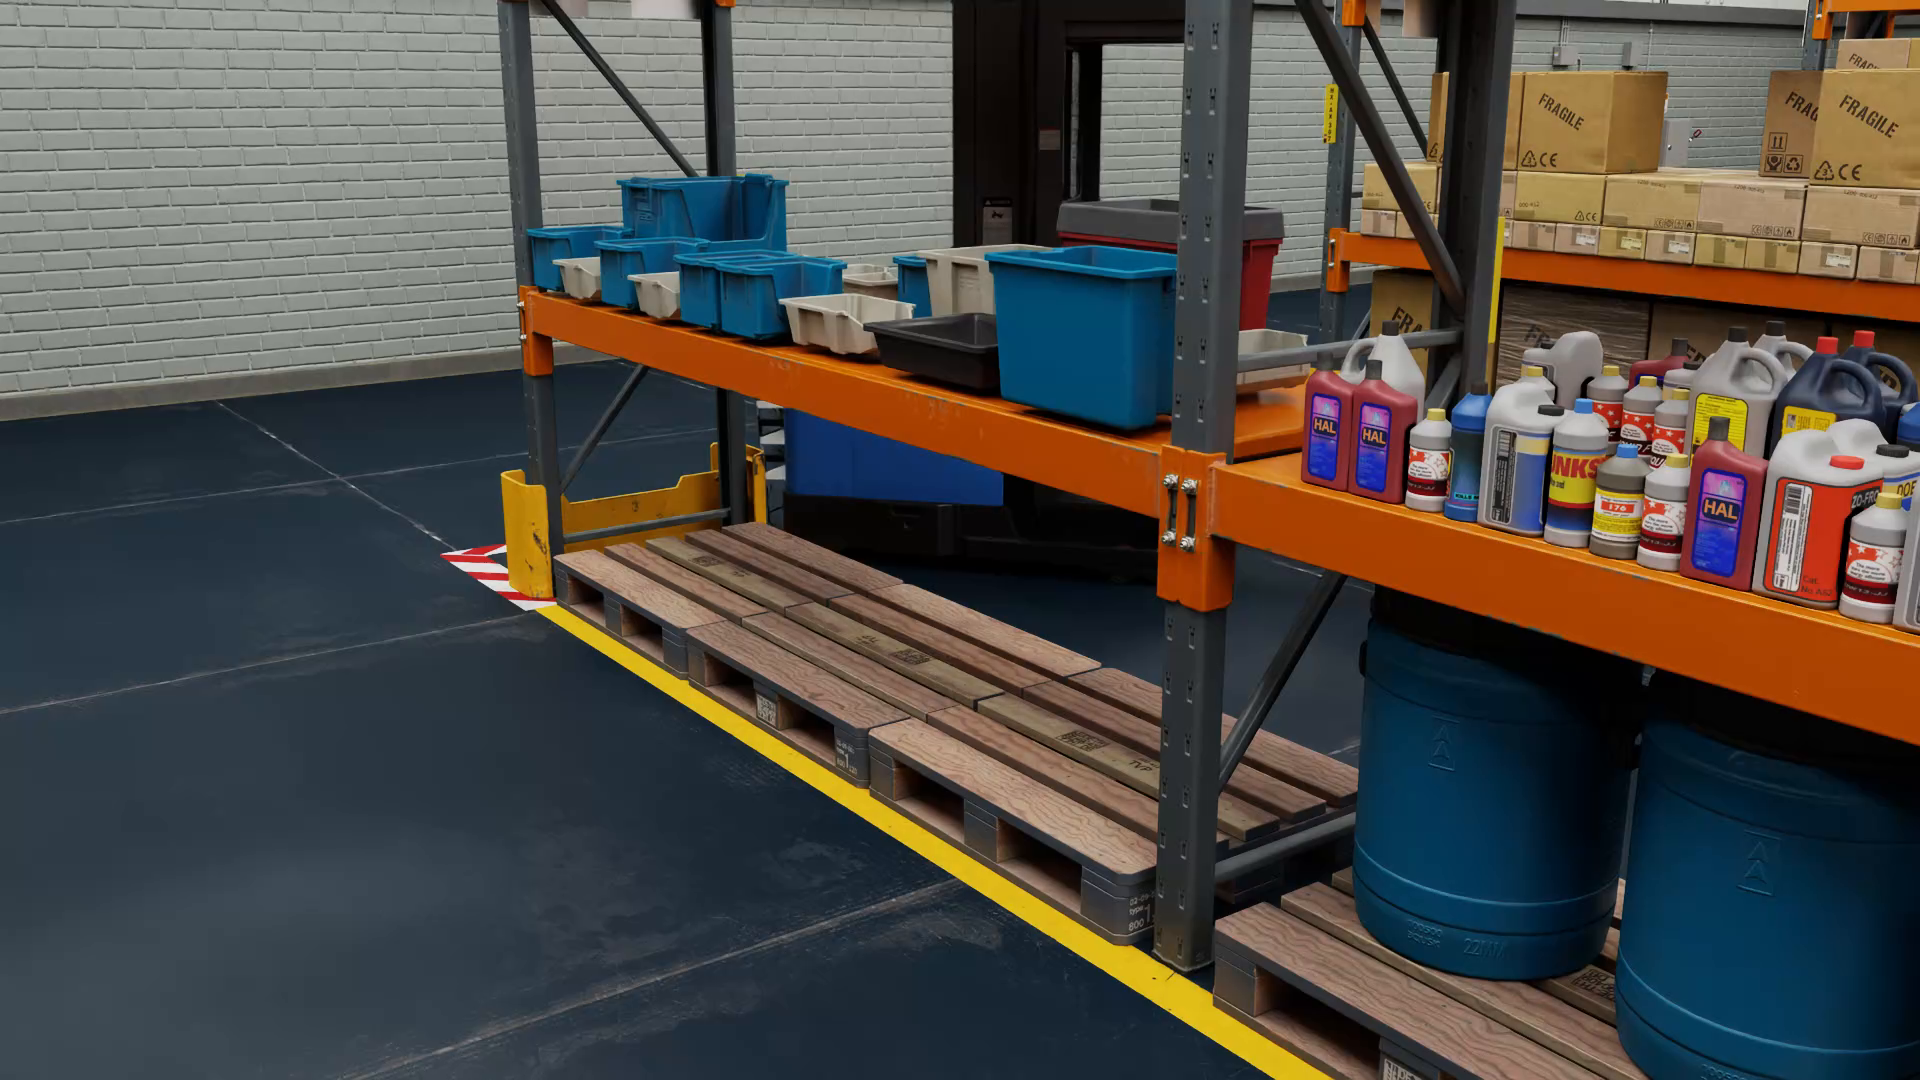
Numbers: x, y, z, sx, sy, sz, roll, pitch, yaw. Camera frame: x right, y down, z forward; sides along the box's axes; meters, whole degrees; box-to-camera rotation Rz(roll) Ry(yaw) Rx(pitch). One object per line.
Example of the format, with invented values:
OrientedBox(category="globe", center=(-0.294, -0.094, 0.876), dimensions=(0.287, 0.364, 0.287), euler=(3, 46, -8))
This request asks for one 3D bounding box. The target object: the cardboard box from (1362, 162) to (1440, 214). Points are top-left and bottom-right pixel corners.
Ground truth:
OrientedBox(category="cardboard box", center=(2.645, -2.004, 9.438), dimensions=(0.500, 0.250, 0.500), euler=(-11, 19, -36))

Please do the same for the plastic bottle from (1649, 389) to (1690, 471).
OrientedBox(category="plastic bottle", center=(1.545, -0.224, 3.587), dimensions=(0.097, 0.201, 0.097), euler=(0, 15, 0))

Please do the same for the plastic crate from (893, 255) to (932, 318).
OrientedBox(category="plastic crate", center=(-0.010, -0.858, 5.733), dimensions=(0.416, 0.233, 0.300), euler=(-11, 19, -35))

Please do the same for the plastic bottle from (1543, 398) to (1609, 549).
OrientedBox(category="plastic bottle", center=(1.152, -0.128, 3.104), dimensions=(0.097, 0.271, 0.097), euler=(0, 15, 0))

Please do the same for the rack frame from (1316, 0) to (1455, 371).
OrientedBox(category="rack frame", center=(2.582, -2.078, 9.985), dimensions=(1.000, 3.000, 0.127), euler=(-11, 19, -35))

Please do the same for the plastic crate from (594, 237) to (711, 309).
OrientedBox(category="plastic crate", center=(-1.159, -1.013, 6.297), dimensions=(0.416, 0.233, 0.300), euler=(-11, 19, -35))

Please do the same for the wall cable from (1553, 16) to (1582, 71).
OrientedBox(category="wall cable", center=(7.263, -5.321, 19.853), dimensions=(0.585, 1.953, 0.123), euler=(-11, 19, -35))

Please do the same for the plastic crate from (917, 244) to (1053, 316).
OrientedBox(category="plastic crate", center=(0.178, -0.781, 5.359), dimensions=(0.437, 0.282, 0.530), euler=(-11, 19, -35))

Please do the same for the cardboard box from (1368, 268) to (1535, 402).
OrientedBox(category="cardboard box", center=(3.023, -1.131, 9.756), dimensions=(0.875, 0.875, 0.875), euler=(-11, 19, -35))

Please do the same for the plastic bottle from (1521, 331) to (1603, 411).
OrientedBox(category="plastic bottle", center=(1.420, -0.361, 3.948), dimensions=(0.152, 0.276, 0.135), euler=(-11, 19, -35))

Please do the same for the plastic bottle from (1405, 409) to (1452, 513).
OrientedBox(category="plastic bottle", center=(0.959, -0.164, 3.370), dimensions=(0.097, 0.201, 0.097), euler=(0, 15, 0))

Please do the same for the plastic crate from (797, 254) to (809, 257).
OrientedBox(category="plastic crate", center=(-0.799, -1.065, 6.669), dimensions=(0.396, 0.136, 0.243), euler=(-11, 19, -35))

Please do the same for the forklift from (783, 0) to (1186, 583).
OrientedBox(category="forklift", center=(0.748, -1.368, 7.523), dimensions=(3.031, 2.935, 1.130), euler=(4, 16, 13))

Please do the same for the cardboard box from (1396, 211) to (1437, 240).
OrientedBox(category="cardboard box", center=(2.675, -1.775, 9.355), dimensions=(0.380, 0.149, 0.250), euler=(-11, 19, -35))

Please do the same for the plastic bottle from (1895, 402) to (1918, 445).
OrientedBox(category="plastic bottle", center=(1.932, -0.175, 3.269), dimensions=(0.152, 0.276, 0.135), euler=(-11, 19, -35))

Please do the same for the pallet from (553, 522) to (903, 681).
OrientedBox(category="pallet", center=(-0.971, 0.218, 6.879), dimensions=(1.003, 0.211, 1.213), euler=(-11, 19, -35))

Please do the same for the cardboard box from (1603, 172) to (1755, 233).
OrientedBox(category="cardboard box", center=(3.560, -1.676, 8.238), dimensions=(0.500, 0.250, 0.500), euler=(-11, 19, -36))

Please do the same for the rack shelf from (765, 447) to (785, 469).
OrientedBox(category="rack shelf", center=(-0.842, -0.415, 8.326), dimensions=(0.200, 0.077, 0.258), euler=(2, 15, 24))

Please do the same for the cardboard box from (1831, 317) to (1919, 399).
OrientedBox(category="cardboard box", center=(4.610, -0.555, 7.650), dimensions=(0.875, 0.875, 0.875), euler=(-11, 19, -35))

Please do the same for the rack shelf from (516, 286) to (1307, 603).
OrientedBox(category="rack shelf", center=(-0.249, -0.535, 5.711), dimensions=(1.077, 0.370, 4.000), euler=(-11, 19, -35))

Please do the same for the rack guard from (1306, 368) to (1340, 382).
OrientedBox(category="rack guard", center=(2.567, -0.877, 10.334), dimensions=(1.175, 0.500, 0.348), euler=(-11, 19, -35))

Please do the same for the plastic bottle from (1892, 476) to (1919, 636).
OrientedBox(category="plastic bottle", center=(1.572, 0.010, 2.591), dimensions=(0.152, 0.276, 0.135), euler=(-11, 19, -35))

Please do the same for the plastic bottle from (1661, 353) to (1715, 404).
OrientedBox(category="plastic bottle", center=(1.635, -0.283, 3.663), dimensions=(0.152, 0.276, 0.135), euler=(-11, 19, -35))

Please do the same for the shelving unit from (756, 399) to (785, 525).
OrientedBox(category="shelving unit", center=(-0.851, -0.534, 8.297), dimensions=(0.210, 0.900, 0.258), euler=(2, 15, 24))

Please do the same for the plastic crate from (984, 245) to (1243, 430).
OrientedBox(category="plastic crate", center=(0.377, -0.523, 4.220), dimensions=(0.392, 0.384, 0.575), euler=(-11, 19, -35))

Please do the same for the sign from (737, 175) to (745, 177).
OrientedBox(category="sign", center=(-0.989, -1.476, 7.479), dimensions=(0.100, 0.325, 0.005), euler=(-11, 19, -35))

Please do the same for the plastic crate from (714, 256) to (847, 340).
OrientedBox(category="plastic crate", center=(-0.595, -0.808, 5.550), dimensions=(0.416, 0.233, 0.300), euler=(-11, 19, -35))

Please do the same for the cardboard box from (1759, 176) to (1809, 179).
OrientedBox(category="cardboard box", center=(4.271, -1.652, 8.152), dimensions=(0.500, 0.250, 0.500), euler=(-10, 18, -33))

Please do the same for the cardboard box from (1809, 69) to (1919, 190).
OrientedBox(category="cardboard box", center=(4.156, -1.821, 7.346), dimensions=(0.500, 0.500, 0.500), euler=(-11, 19, -34))

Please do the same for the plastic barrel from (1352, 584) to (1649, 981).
OrientedBox(category="plastic barrel", center=(1.233, 0.474, 3.843), dimensions=(0.600, 0.901, 0.708), euler=(-11, 19, -35))

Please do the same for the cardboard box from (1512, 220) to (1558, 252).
OrientedBox(category="cardboard box", center=(3.129, -1.610, 8.753), dimensions=(0.380, 0.149, 0.250), euler=(-11, 19, -36))

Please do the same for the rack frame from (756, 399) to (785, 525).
OrientedBox(category="rack frame", center=(-0.943, -0.538, 8.338), dimensions=(0.006, 0.900, 0.240), euler=(2, 15, 24))

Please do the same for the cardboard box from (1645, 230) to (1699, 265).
OrientedBox(category="cardboard box", center=(3.584, -1.445, 8.151), dimensions=(0.380, 0.149, 0.250), euler=(-10, 18, -34))

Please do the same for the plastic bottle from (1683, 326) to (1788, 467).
OrientedBox(category="plastic bottle", center=(1.616, -0.263, 3.449), dimensions=(0.144, 0.351, 0.185), euler=(-11, 19, -35))

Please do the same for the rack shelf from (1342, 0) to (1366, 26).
OrientedBox(category="rack shelf", center=(3.757, -2.750, 8.124), dimensions=(1.077, 0.370, 4.000), euler=(-11, 19, -35))

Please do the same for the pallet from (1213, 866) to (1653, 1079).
OrientedBox(category="pallet", center=(1.347, 1.062, 3.798), dimensions=(1.003, 0.211, 1.213), euler=(-11, 19, -35))

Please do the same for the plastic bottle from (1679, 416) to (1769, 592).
OrientedBox(category="plastic bottle", center=(1.320, -0.064, 2.850), dimensions=(0.061, 0.283, 0.133), euler=(-11, 19, -35))

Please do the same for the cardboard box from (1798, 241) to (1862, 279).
OrientedBox(category="cardboard box", center=(4.036, -1.281, 7.551), dimensions=(0.380, 0.149, 0.250), euler=(-10, 18, -34))

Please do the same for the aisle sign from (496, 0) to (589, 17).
OrientedBox(category="aisle sign", center=(-1.707, -2.532, 6.721), dimensions=(0.394, 0.787, 0.004), euler=(-11, 19, -35))

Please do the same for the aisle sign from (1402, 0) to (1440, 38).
OrientedBox(category="aisle sign", center=(2.782, -3.393, 9.868), dimensions=(0.394, 0.787, 0.004), euler=(-11, 19, -35))
